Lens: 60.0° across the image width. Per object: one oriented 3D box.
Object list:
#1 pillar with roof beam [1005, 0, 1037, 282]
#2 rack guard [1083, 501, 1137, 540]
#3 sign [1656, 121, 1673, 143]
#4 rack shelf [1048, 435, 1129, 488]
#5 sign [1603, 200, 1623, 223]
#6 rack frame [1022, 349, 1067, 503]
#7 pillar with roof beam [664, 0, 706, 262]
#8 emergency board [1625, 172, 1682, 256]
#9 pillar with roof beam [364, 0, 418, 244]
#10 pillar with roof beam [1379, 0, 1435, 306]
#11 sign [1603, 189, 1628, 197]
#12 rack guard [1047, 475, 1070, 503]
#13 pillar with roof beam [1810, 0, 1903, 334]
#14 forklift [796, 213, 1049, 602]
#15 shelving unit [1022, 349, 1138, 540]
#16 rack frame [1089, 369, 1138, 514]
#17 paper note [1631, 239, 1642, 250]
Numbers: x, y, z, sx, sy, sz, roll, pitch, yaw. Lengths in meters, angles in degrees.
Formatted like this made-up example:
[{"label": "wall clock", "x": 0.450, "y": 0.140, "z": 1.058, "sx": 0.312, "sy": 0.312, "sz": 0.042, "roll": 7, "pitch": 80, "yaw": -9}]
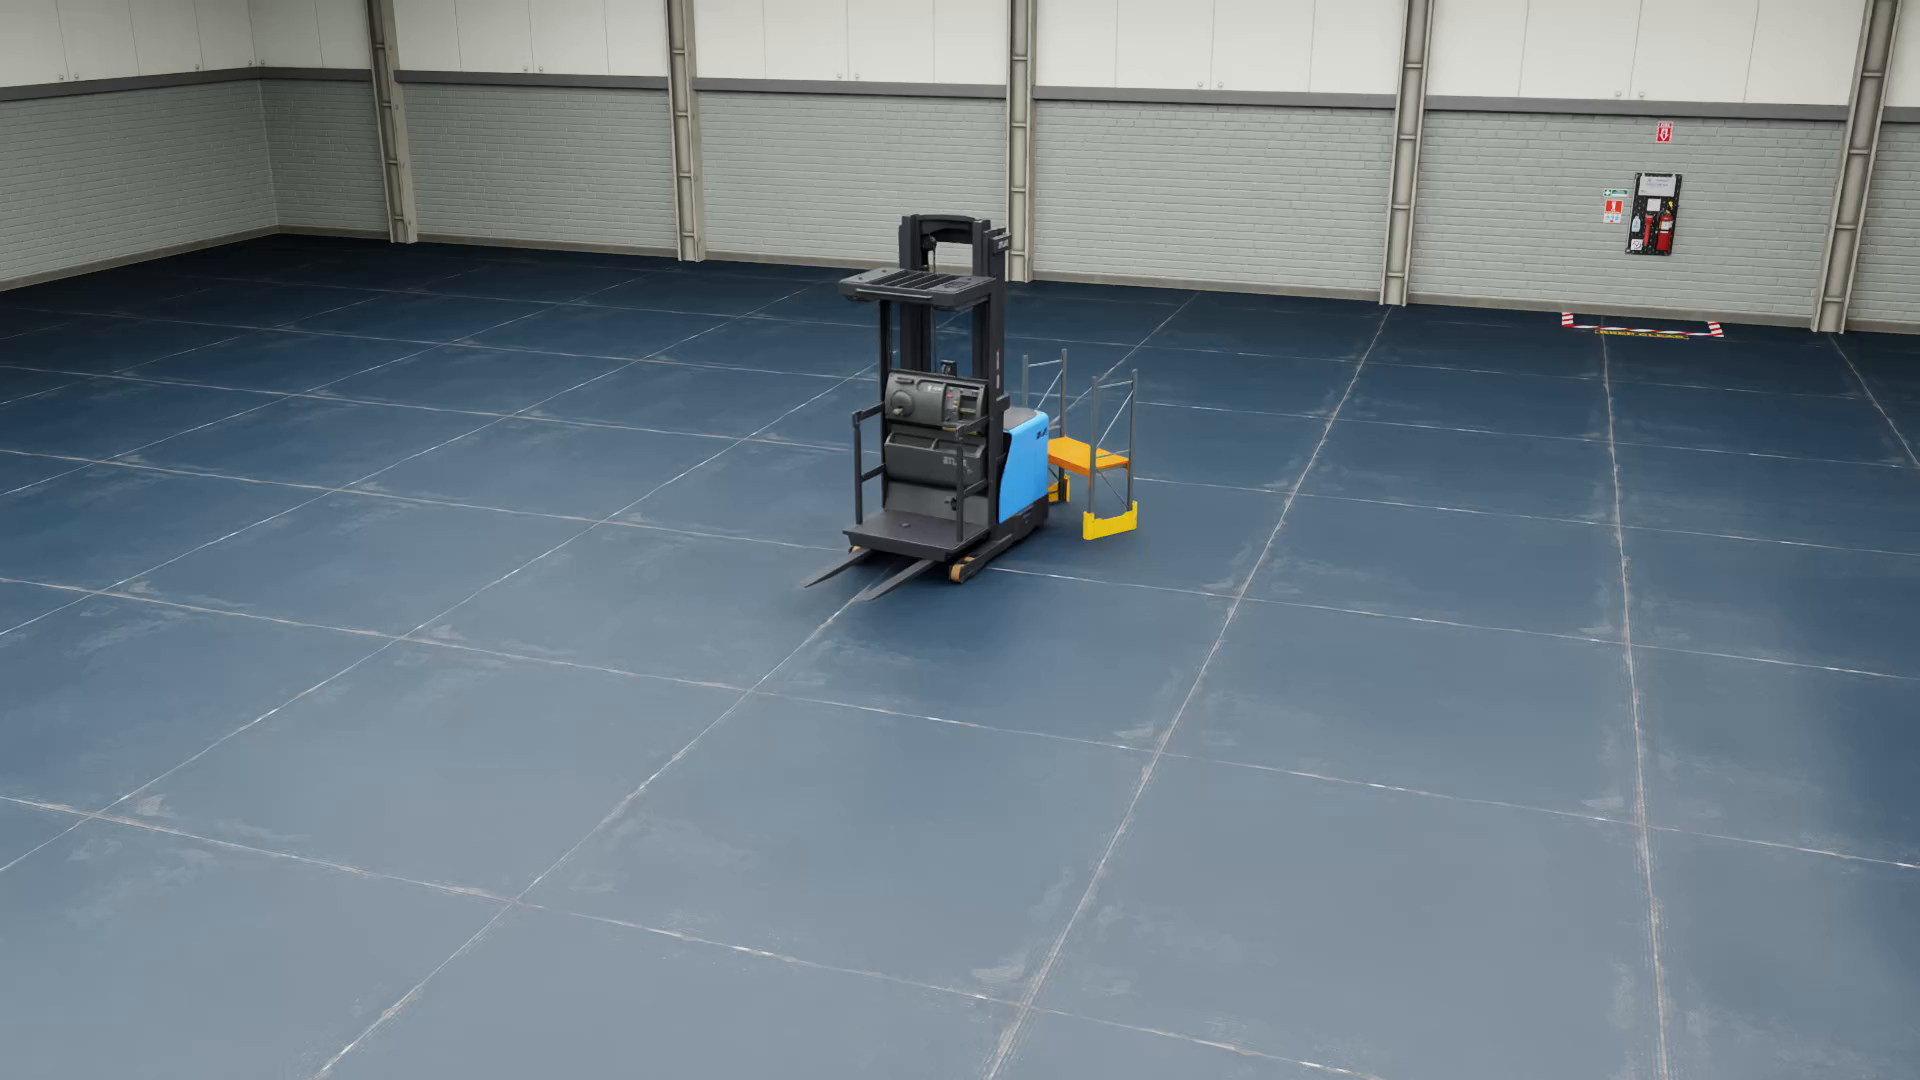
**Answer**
[{"label": "pillar with roof beam", "x": -0.444, "y": -7.180, "z": 22.004, "sx": 0.400, "sy": 9.000, "sz": 9.100, "roll": 7, "pitch": 20, "yaw": 18}, {"label": "rack guard", "x": 1.376, "y": -0.182, "z": 15.218, "sx": 0.587, "sy": 0.250, "sz": 0.087, "roll": -13, "pitch": 23, "yaw": -33}, {"label": "sign", "x": 10.008, "y": -5.795, "z": 23.623, "sx": 0.199, "sy": 0.298, "sz": 0.001, "roll": 7, "pitch": 20, "yaw": 18}, {"label": "rack shelf", "x": 1.085, "y": -0.739, "z": 15.464, "sx": 0.538, "sy": 0.185, "sz": 1.000, "roll": -13, "pitch": 23, "yaw": -33}, {"label": "sign", "x": 9.494, "y": -4.777, "z": 24.170, "sx": 0.234, "sy": 0.329, "sz": 0.001, "roll": 7, "pitch": 20, "yaw": 18}, {"label": "rack frame", "x": 0.794, "y": -1.046, "z": 15.798, "sx": 0.500, "sy": 1.500, "sz": 0.032, "roll": -13, "pitch": 23, "yaw": -33}, {"label": "pillar with roof beam", "x": -6.112, "y": -7.829, "z": 23.863, "sx": 0.400, "sy": 9.000, "sz": 9.100, "roll": 7, "pitch": 20, "yaw": 18}, {"label": "emergency board", "x": 9.983, "y": -4.669, "z": 23.913, "sx": 0.643, "sy": 1.169, "sz": 0.194, "roll": 7, "pitch": 20, "yaw": 18}, {"label": "pillar with roof beam", "x": -11.779, "y": -8.477, "z": 25.723, "sx": 0.400, "sy": 9.000, "sz": 9.100, "roll": 7, "pitch": 20, "yaw": 18}, {"label": "pillar with roof beam", "x": 5.224, "y": -6.532, "z": 20.145, "sx": 0.400, "sy": 9.000, "sz": 9.100, "roll": 7, "pitch": 20, "yaw": 18}, {"label": "sign", "x": 9.495, "y": -5.024, "z": 24.074, "sx": 0.331, "sy": 0.109, "sz": 0.001, "roll": 7, "pitch": 20, "yaw": 18}, {"label": "rack guard", "x": 0.805, "y": -0.450, "z": 15.989, "sx": 0.587, "sy": 0.250, "sz": 0.087, "roll": -13, "pitch": 23, "yaw": -33}, {"label": "pillar with roof beam", "x": 10.892, "y": -5.884, "z": 18.286, "sx": 0.400, "sy": 9.000, "sz": 9.100, "roll": 7, "pitch": 20, "yaw": 18}, {"label": "forklift", "x": -0.313, "y": -1.187, "z": 14.029, "sx": 1.130, "sy": 2.935, "sz": 3.031, "roll": 10, "pitch": 22, "yaw": 26}, {"label": "shelving unit", "x": 1.091, "y": -0.906, "z": 15.398, "sx": 0.587, "sy": 1.500, "sz": 1.083, "roll": -13, "pitch": 23, "yaw": -33}, {"label": "rack frame", "x": 1.377, "y": -0.772, "z": 15.011, "sx": 0.500, "sy": 1.500, "sz": 0.032, "roll": -13, "pitch": 23, "yaw": -33}, {"label": "paper note", "x": 9.838, "y": -4.293, "z": 24.174, "sx": 0.142, "sy": 0.148, "sz": 0.016, "roll": 7, "pitch": 20, "yaw": 18}]
